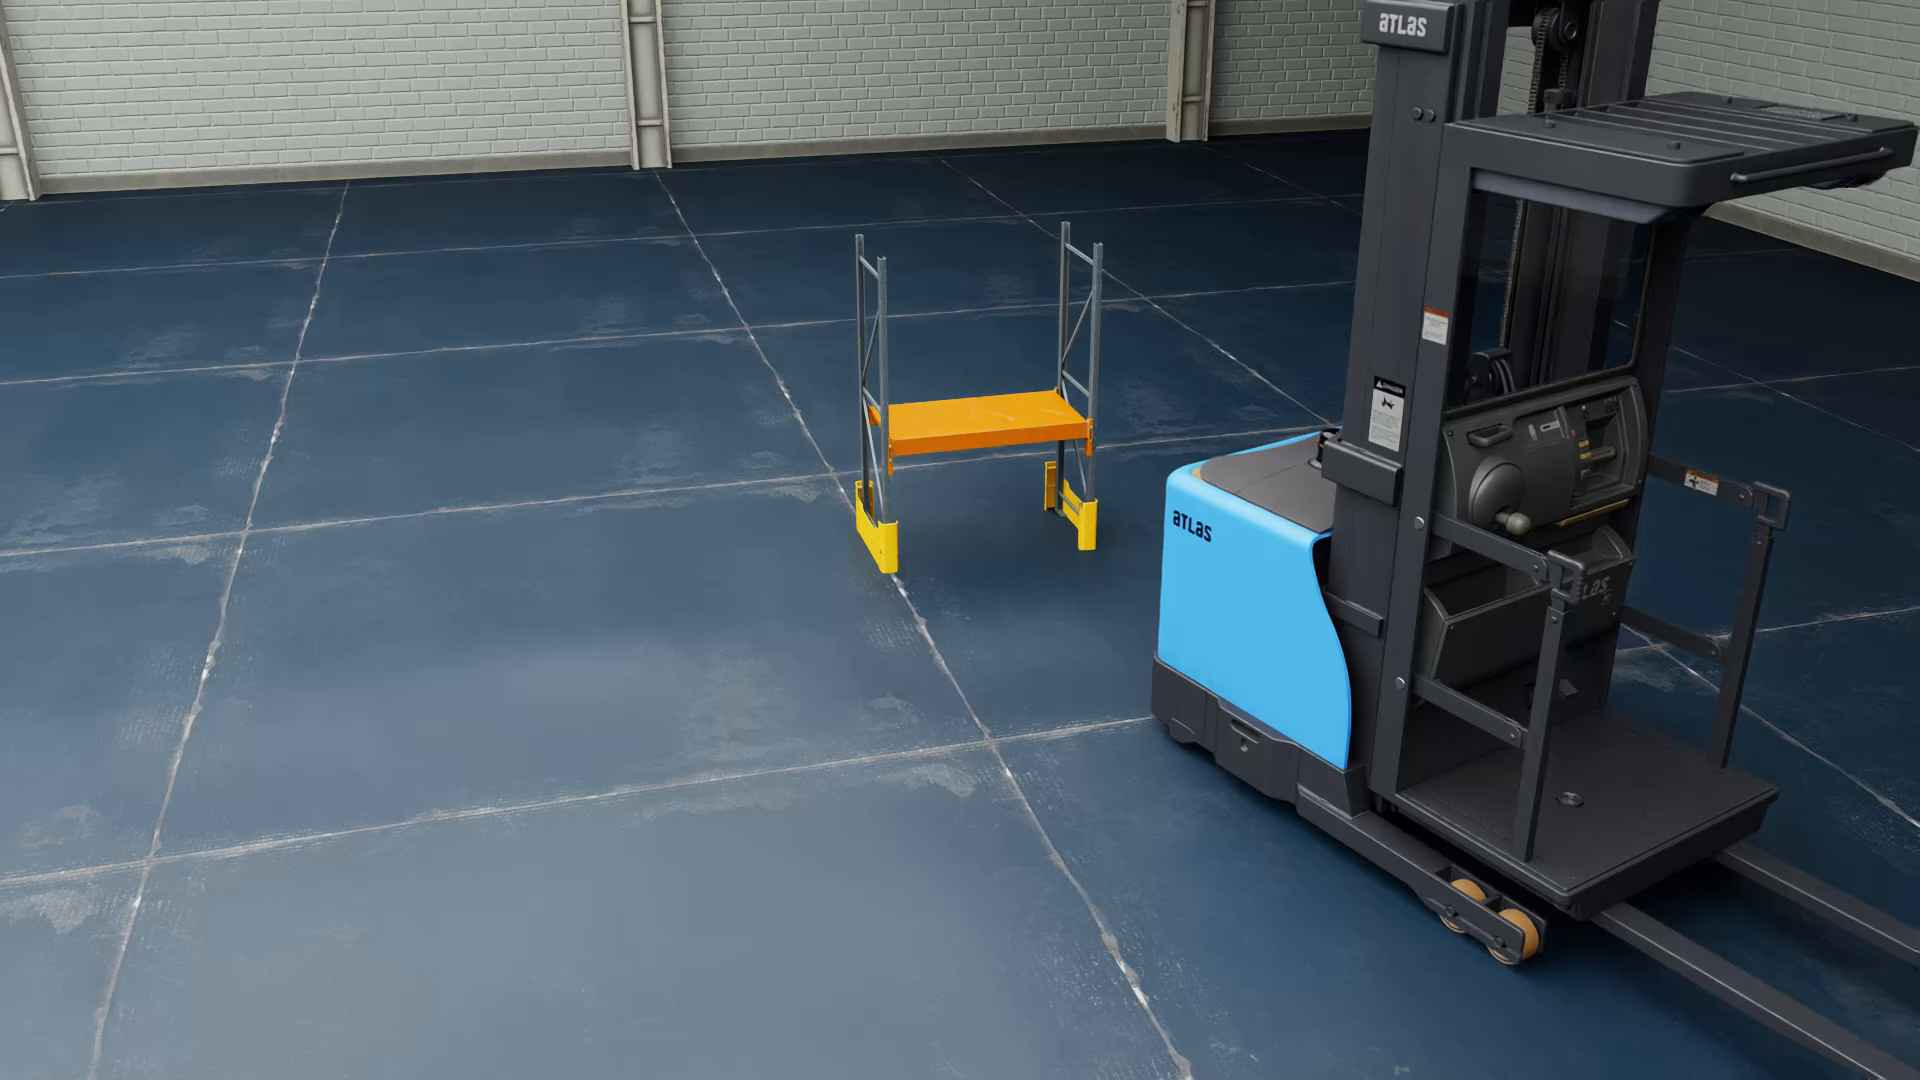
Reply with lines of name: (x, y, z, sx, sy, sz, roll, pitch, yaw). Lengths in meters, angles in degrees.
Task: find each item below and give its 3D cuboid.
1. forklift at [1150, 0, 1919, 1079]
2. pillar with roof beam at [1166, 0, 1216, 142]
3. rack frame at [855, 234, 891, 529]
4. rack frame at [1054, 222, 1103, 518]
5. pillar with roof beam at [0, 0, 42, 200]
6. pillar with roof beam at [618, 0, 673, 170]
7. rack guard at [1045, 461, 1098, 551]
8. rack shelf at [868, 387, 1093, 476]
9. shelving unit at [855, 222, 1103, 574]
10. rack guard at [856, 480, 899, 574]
forklift: (1.977, -0.242, 5.096, 1.130, 2.935, 3.031, -15, 27, -30)
pillar with roof beam: (3.726, -7.039, 13.242, 0.400, 9.000, 9.100, -6, 24, -14)
rack frame: (-0.407, -0.644, 7.849, 0.032, 1.500, 0.500, -6, 24, -14)
rack frame: (0.572, -0.752, 8.102, 0.032, 1.500, 0.500, -6, 24, -14)
pillar with roof beam: (-7.828, -5.761, 10.264, 0.400, 9.000, 9.100, -6, 24, -14)
pillar with roof beam: (-2.051, -6.400, 11.753, 0.400, 9.000, 9.100, -6, 24, -14)
rack guard: (0.553, -0.176, 8.343, 0.087, 0.250, 0.587, -6, 24, -14)
rack shelf: (0.082, -0.533, 8.046, 1.000, 0.185, 0.538, -6, 24, -14)
shelving unit: (0.073, -0.697, 7.973, 1.083, 1.500, 0.587, -6, 24, -14)
rack guard: (-0.406, -0.070, 8.096, 0.087, 0.250, 0.587, -6, 24, -14)
